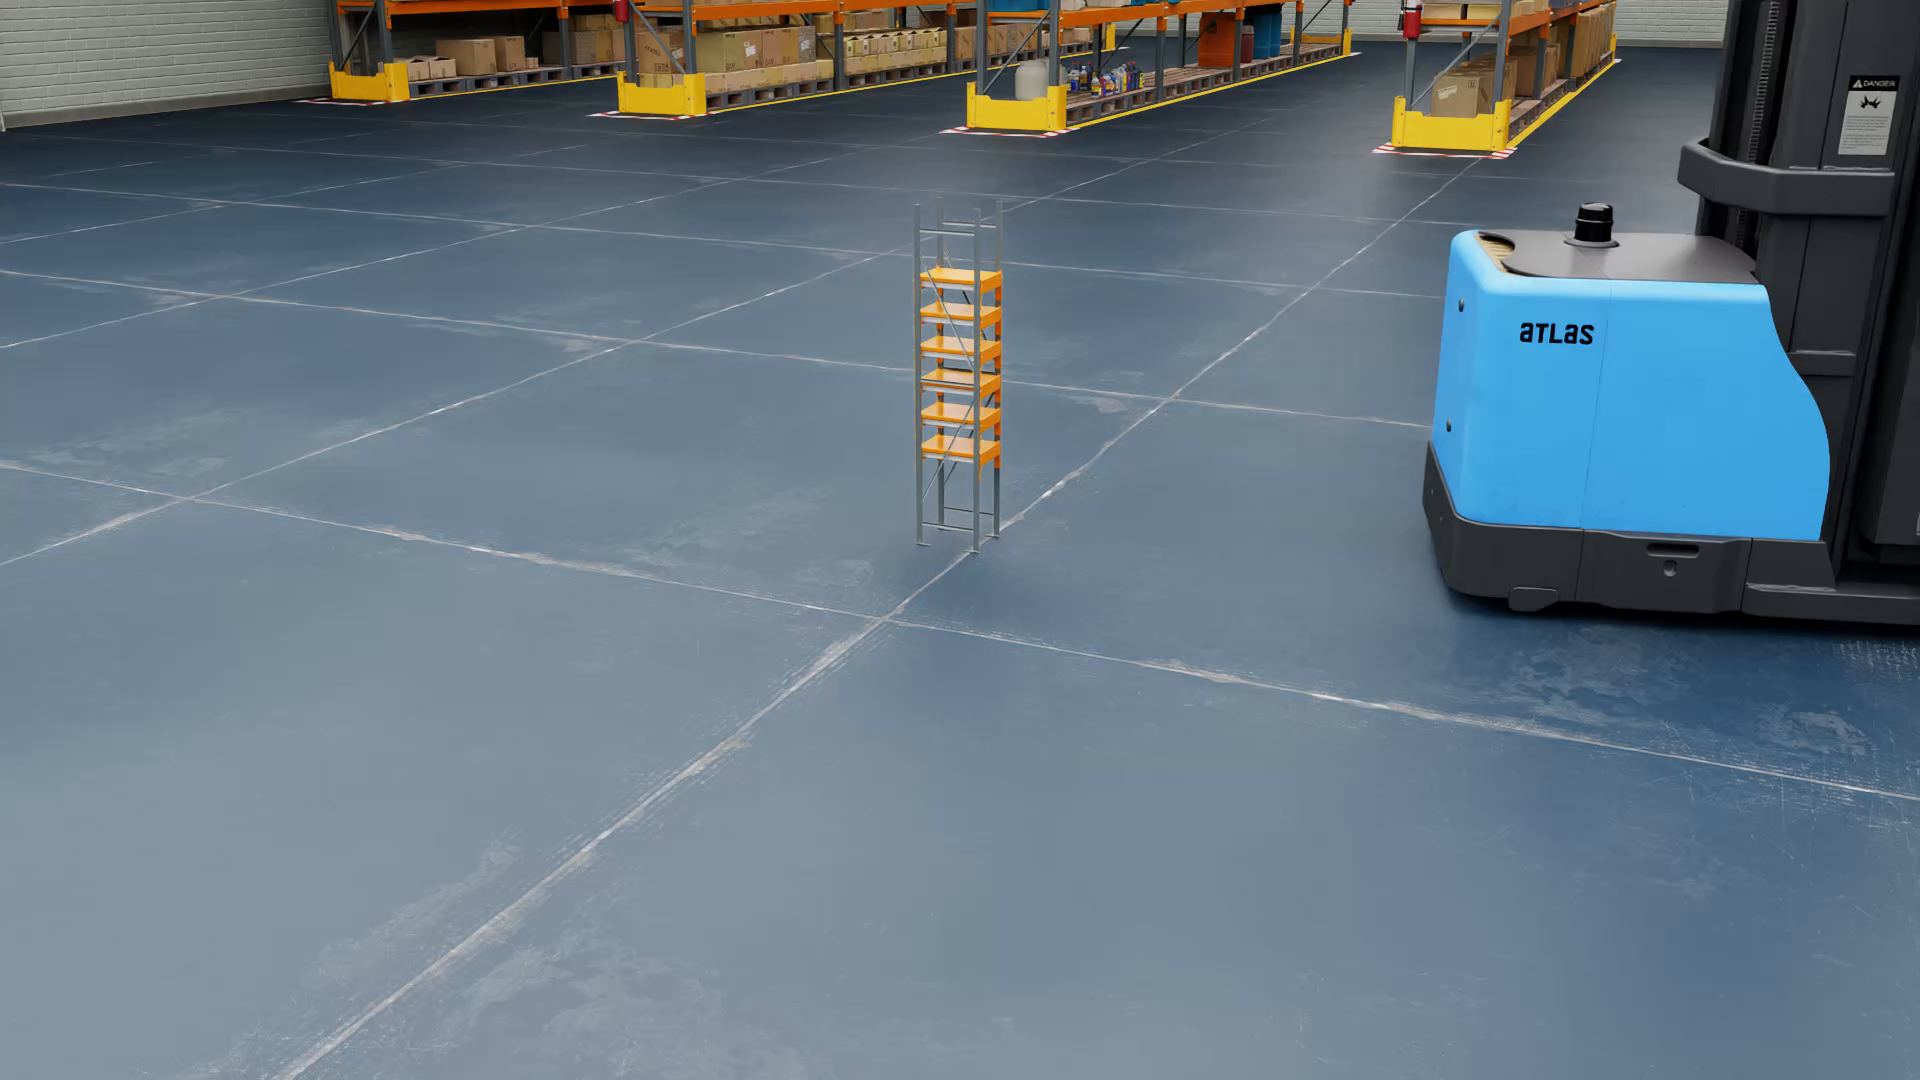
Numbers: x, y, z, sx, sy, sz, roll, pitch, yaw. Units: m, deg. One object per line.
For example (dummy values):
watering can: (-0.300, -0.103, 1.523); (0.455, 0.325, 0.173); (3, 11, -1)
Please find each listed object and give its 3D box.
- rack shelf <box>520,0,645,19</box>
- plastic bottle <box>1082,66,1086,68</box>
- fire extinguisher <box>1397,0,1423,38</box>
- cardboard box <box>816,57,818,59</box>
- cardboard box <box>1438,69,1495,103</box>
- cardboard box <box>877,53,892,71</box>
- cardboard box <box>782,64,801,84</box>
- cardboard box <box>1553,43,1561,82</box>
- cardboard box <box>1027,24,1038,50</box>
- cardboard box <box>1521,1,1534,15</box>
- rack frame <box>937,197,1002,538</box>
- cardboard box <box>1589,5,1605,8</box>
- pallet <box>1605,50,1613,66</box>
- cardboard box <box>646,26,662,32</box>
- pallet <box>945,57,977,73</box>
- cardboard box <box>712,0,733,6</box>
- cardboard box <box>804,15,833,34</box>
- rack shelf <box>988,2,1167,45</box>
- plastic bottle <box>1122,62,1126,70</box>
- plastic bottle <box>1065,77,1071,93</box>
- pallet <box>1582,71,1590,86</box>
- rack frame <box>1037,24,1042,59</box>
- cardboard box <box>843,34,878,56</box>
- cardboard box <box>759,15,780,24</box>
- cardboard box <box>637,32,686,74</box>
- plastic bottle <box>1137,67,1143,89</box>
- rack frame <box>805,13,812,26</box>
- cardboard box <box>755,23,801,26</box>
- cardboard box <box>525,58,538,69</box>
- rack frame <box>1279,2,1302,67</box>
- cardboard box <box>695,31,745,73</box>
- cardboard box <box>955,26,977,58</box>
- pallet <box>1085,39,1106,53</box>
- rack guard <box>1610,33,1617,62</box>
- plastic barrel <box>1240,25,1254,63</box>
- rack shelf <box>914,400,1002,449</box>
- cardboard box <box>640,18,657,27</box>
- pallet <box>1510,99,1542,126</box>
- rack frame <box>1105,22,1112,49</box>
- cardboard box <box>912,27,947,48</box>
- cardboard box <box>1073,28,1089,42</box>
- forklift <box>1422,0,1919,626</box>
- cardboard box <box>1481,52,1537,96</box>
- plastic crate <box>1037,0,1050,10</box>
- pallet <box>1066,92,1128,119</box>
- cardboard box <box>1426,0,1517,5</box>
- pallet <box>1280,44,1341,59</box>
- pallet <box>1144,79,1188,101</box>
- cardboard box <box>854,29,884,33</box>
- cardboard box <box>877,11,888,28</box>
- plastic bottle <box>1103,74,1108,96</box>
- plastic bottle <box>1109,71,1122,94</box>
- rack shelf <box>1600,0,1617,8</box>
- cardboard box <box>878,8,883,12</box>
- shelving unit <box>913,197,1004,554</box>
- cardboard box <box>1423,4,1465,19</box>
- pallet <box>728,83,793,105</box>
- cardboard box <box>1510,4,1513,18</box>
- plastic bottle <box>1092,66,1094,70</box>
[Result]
rack shelf: (-5.905, -9.131, 28.241); (1.077, 0.370, 4.000); (9, 21, 23)
plastic bottle: (1.676, -6.283, 22.569); (0.152, 0.276, 0.135); (9, 22, 25)
fire extinguisher: (4.727, -5.589, 17.322); (0.296, 0.674, 0.183); (9, 21, 23)
cardboard box: (-2.298, -7.249, 25.352); (0.500, 0.250, 0.500); (8, 21, 22)
cardboard box: (5.679, -4.993, 18.636); (0.500, 0.500, 0.500); (15, 25, 37)
cardboard box: (-1.392, -7.487, 26.020); (0.500, 0.250, 0.500); (8, 21, 21)
cardboard box: (-2.599, -6.604, 23.540); (0.500, 0.250, 0.500); (9, 21, 23)
cardboard box: (8.215, -6.864, 23.868); (0.700, 0.500, 0.500); (7, 21, 20)
cardboard box: (1.132, -9.465, 31.181); (0.500, 0.500, 0.500); (8, 21, 22)
cardboard box: (6.232, -5.978, 18.677); (0.380, 0.149, 0.250); (9, 21, 23)
rack frame: (0.032, -0.589, 5.834); (0.240, 1.200, 0.006); (9, 21, 23)
cardboard box: (10.452, -8.653, 28.367); (0.875, 0.875, 0.875); (9, 21, 23)
pallet: (11.491, -8.919, 30.733); (1.003, 0.211, 1.213); (9, 21, 23)
cardboard box: (-5.651, -8.742, 29.148); (0.700, 0.500, 0.500); (9, 21, 23)
pallet: (-0.225, -8.312, 29.026); (1.003, 0.211, 1.213); (9, 21, 23)
cardboard box: (-3.428, -7.307, 21.888); (0.700, 0.500, 0.500); (9, 22, 24)
cardboard box: (-3.049, -10.539, 34.230); (0.700, 0.500, 0.500); (9, 21, 23)
rack shelf: (1.495, -6.549, 20.981); (1.077, 0.370, 4.000); (9, 21, 23)
plastic bottle: (2.182, -6.242, 22.340); (0.144, 0.351, 0.185); (9, 21, 23)
plastic bottle: (1.405, -5.951, 21.744); (0.097, 0.201, 0.097); (0, 20, 0)
pallet: (9.363, -7.331, 26.267); (1.003, 0.211, 1.213); (9, 21, 23)
rack frame: (1.073, -10.626, 31.370); (1.000, 3.000, 0.127); (9, 21, 23)
cardboard box: (-1.597, -7.591, 25.477); (0.500, 0.311, 0.500); (8, 21, 22)
cardboard box: (-3.957, -10.001, 32.194); (0.750, 0.750, 0.750); (9, 22, 24)
cardboard box: (-3.893, -6.418, 21.896); (0.500, 0.500, 0.500); (9, 21, 23)
plastic bottle: (2.418, -6.234, 22.420); (0.061, 0.283, 0.133); (10, 22, 25)
rack frame: (-3.448, -11.304, 33.278); (1.000, 3.000, 0.127); (9, 21, 23)
cardboard box: (-2.679, -7.337, 24.480); (0.500, 0.500, 0.500); (9, 21, 23)
cardboard box: (-6.916, -7.563, 26.331); (0.380, 0.166, 0.250); (6, 20, 16)
rack frame: (5.590, -9.945, 29.456); (1.000, 3.000, 0.127); (9, 21, 23)
cardboard box: (-3.216, -6.500, 22.126); (0.500, 0.500, 0.500); (9, 21, 23)
cardboard box: (0.091, -8.693, 29.010); (0.500, 0.500, 0.500); (8, 21, 21)
pallet: (2.354, -10.267, 34.525); (1.003, 0.211, 1.213); (9, 21, 23)
rack guard: (11.756, -9.318, 31.423); (1.175, 0.500, 0.348); (9, 21, 23)
plastic barrel: (4.599, -8.281, 27.749); (0.600, 0.588, 0.708); (9, 21, 23)
rack shelf: (-0.006, -0.406, 5.810); (0.258, 0.103, 0.180); (9, 21, 23)
cardboard box: (-5.624, -9.071, 28.955); (0.500, 0.250, 0.500); (9, 21, 24)
pallet: (6.590, -5.296, 20.545); (1.003, 0.211, 1.213); (9, 21, 23)
rack frame: (2.710, -11.848, 34.808); (1.000, 3.000, 0.127); (9, 21, 23)
cardboard box: (-0.555, -8.376, 27.683); (0.500, 0.311, 0.500); (9, 22, 24)
cardboard box: (2.296, -10.274, 33.828); (0.500, 0.250, 0.500); (9, 21, 23)
forklift: (3.131, -1.228, 5.048); (3.031, 2.935, 1.130); (3, 20, 9)
cardboard box: (7.104, -6.034, 21.533); (0.700, 0.500, 0.500); (7, 21, 19)
plastic crate: (0.879, -6.598, 20.268); (0.499, 0.251, 0.408); (9, 21, 23)
pallet: (1.503, -5.612, 21.433); (1.003, 0.211, 1.213); (9, 21, 23)
cardboard box: (5.445, -5.949, 17.626); (0.875, 0.500, 0.500); (9, 21, 23)
pallet: (6.855, -9.607, 32.667); (1.003, 0.211, 1.213); (9, 21, 23)
pallet: (2.600, -6.431, 23.736); (1.003, 0.211, 1.213); (9, 21, 23)
cardboard box: (-1.466, -8.132, 26.999); (0.500, 0.311, 0.500); (8, 21, 21)
cardboard box: (-2.006, -11.319, 36.425); (0.700, 0.500, 0.500); (9, 21, 23)
plastic bottle: (1.843, -5.815, 21.257); (0.097, 0.271, 0.097); (0, 20, 0)
plastic bottle: (2.032, -5.980, 21.716); (0.152, 0.276, 0.135); (9, 21, 24)
rack shelf: (10.928, -9.538, 29.385); (1.077, 0.370, 4.000); (9, 21, 23)
cardboard box: (-1.892, -11.561, 36.135); (0.380, 0.149, 0.250); (8, 21, 22)
shelving unit: (-0.006, -0.561, 5.755); (0.258, 1.200, 0.189); (9, 21, 23)
cardboard box: (5.123, -5.594, 17.597); (0.380, 0.149, 0.250); (9, 21, 23)
pallet: (-3.065, -6.255, 23.241); (1.003, 0.211, 1.213); (9, 21, 23)
cardboard box: (5.649, -5.607, 17.633); (0.380, 0.149, 0.250); (9, 21, 23)
plastic bottle: (1.774, -6.272, 22.527); (0.061, 0.283, 0.133); (9, 21, 23)
